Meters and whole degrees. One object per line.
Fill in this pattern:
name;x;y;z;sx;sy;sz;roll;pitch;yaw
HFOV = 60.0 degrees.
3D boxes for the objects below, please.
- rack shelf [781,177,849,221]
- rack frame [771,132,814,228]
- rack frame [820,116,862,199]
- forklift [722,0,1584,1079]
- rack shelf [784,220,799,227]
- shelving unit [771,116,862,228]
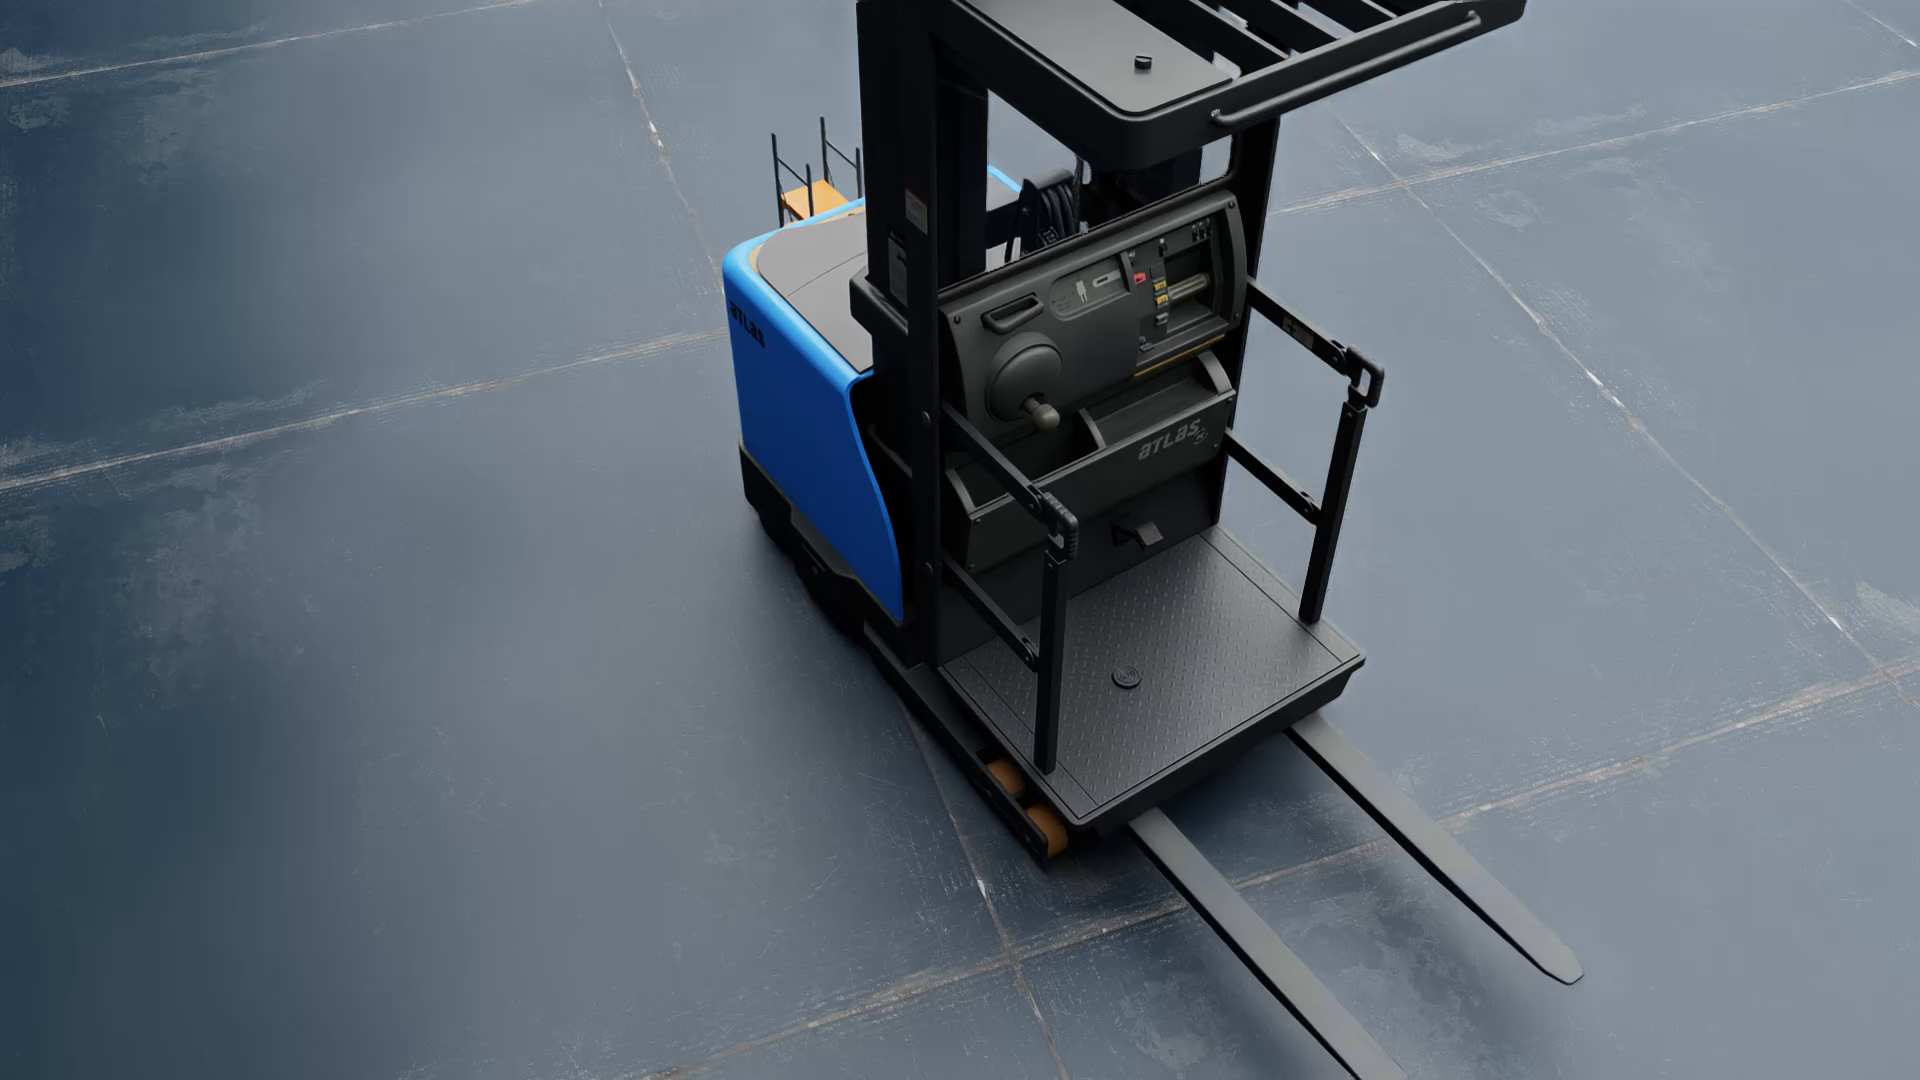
rack shelf;-0.464;-1.080;5.533;0.180;0.103;0.258;-26;50;-23
rack frame;-0.539;-0.820;5.720;0.006;1.200;0.240;-26;50;-23
rack frame;-0.388;-0.894;5.793;0.006;1.200;0.240;-26;50;-23
forklift;0.492;-0.503;4.182;1.130;2.935;3.031;-26;51;-23
rack shelf;-0.464;-0.995;5.618;0.180;0.103;0.258;-26;50;-23
shelving unit;-0.463;-0.857;5.756;0.189;1.200;0.258;-26;50;-23
